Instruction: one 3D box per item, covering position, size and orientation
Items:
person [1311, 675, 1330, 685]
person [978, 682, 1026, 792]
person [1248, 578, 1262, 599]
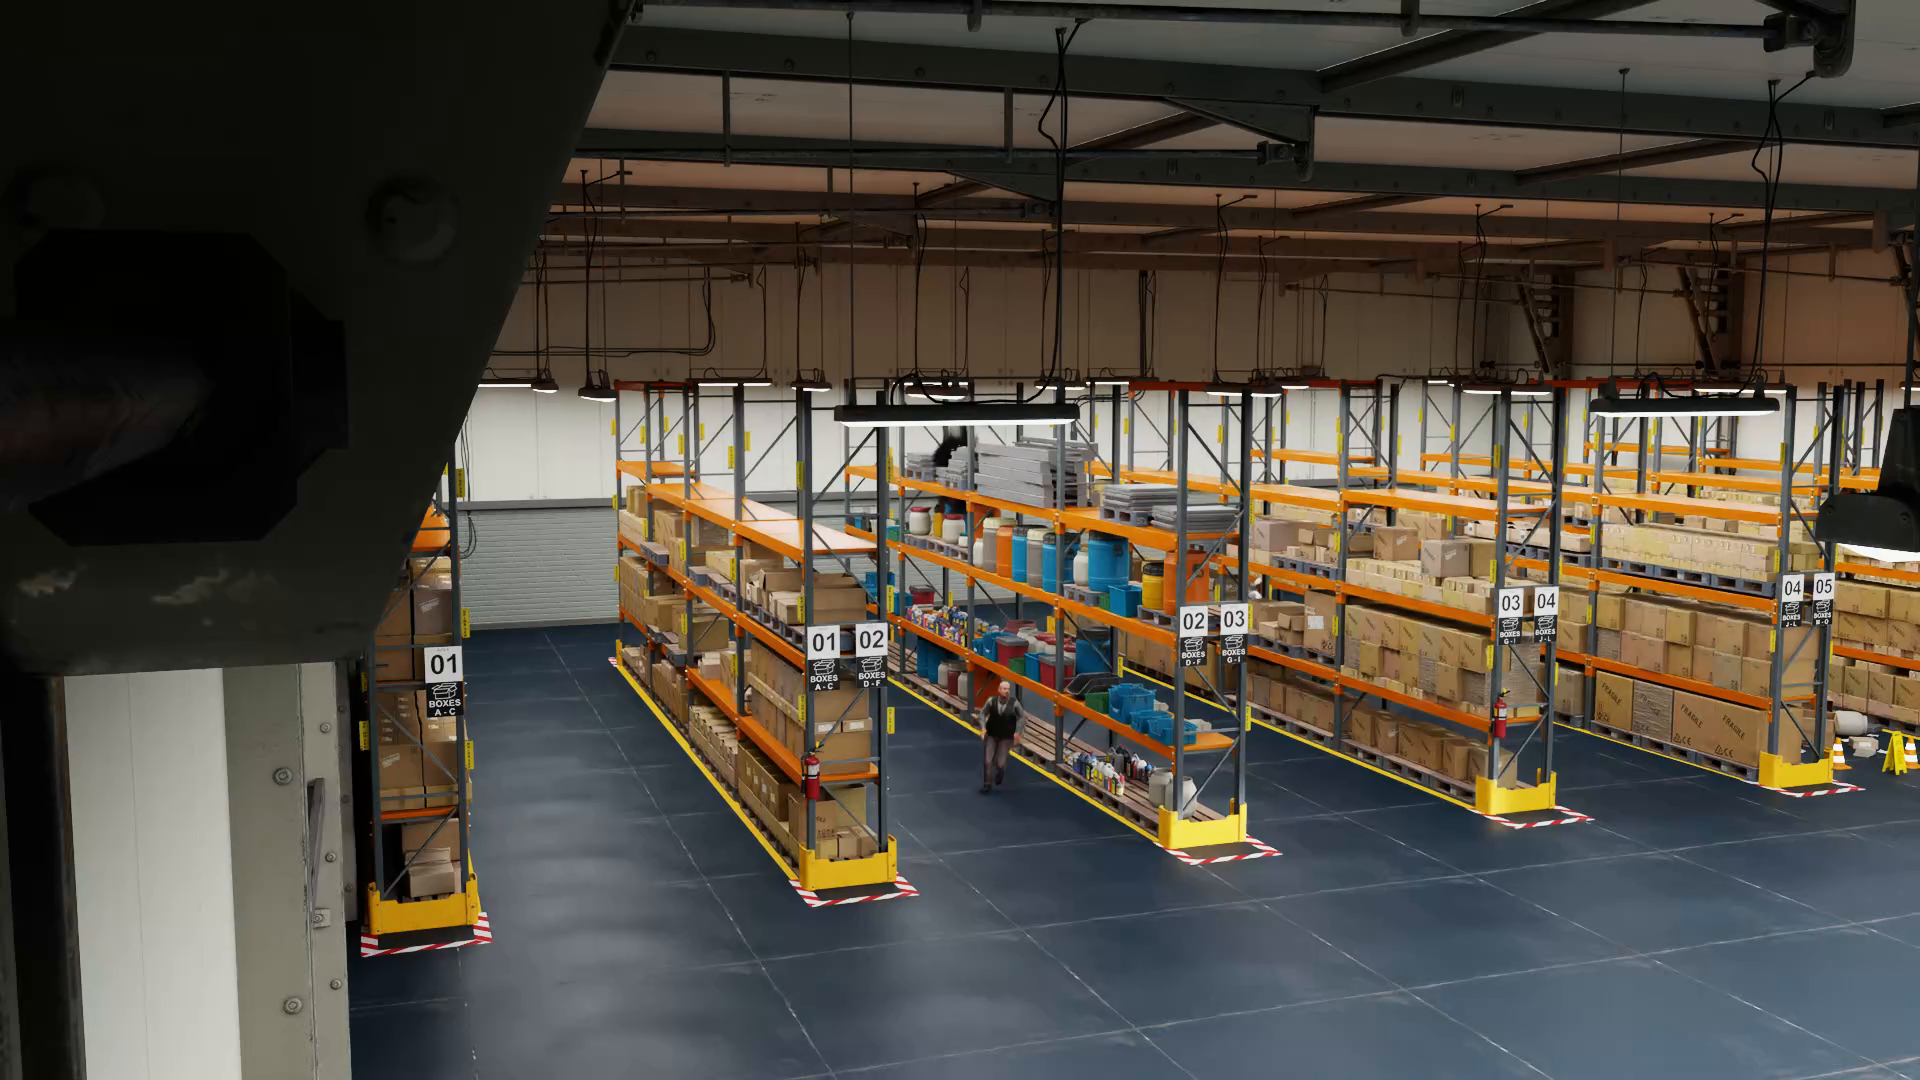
[{"bbox_3d":[6.850,2.196,31.400,0.586,1.624,0.663,-2,6,-18],"label":"person"},{"bbox_3d":[0.618,2.904,24.611,0.701,1.656,0.541,1,6,8],"label":"person"},{"bbox_3d":[6.365,1.693,35.596,0.683,1.775,0.880,-4,7,-34],"label":"person"}]
